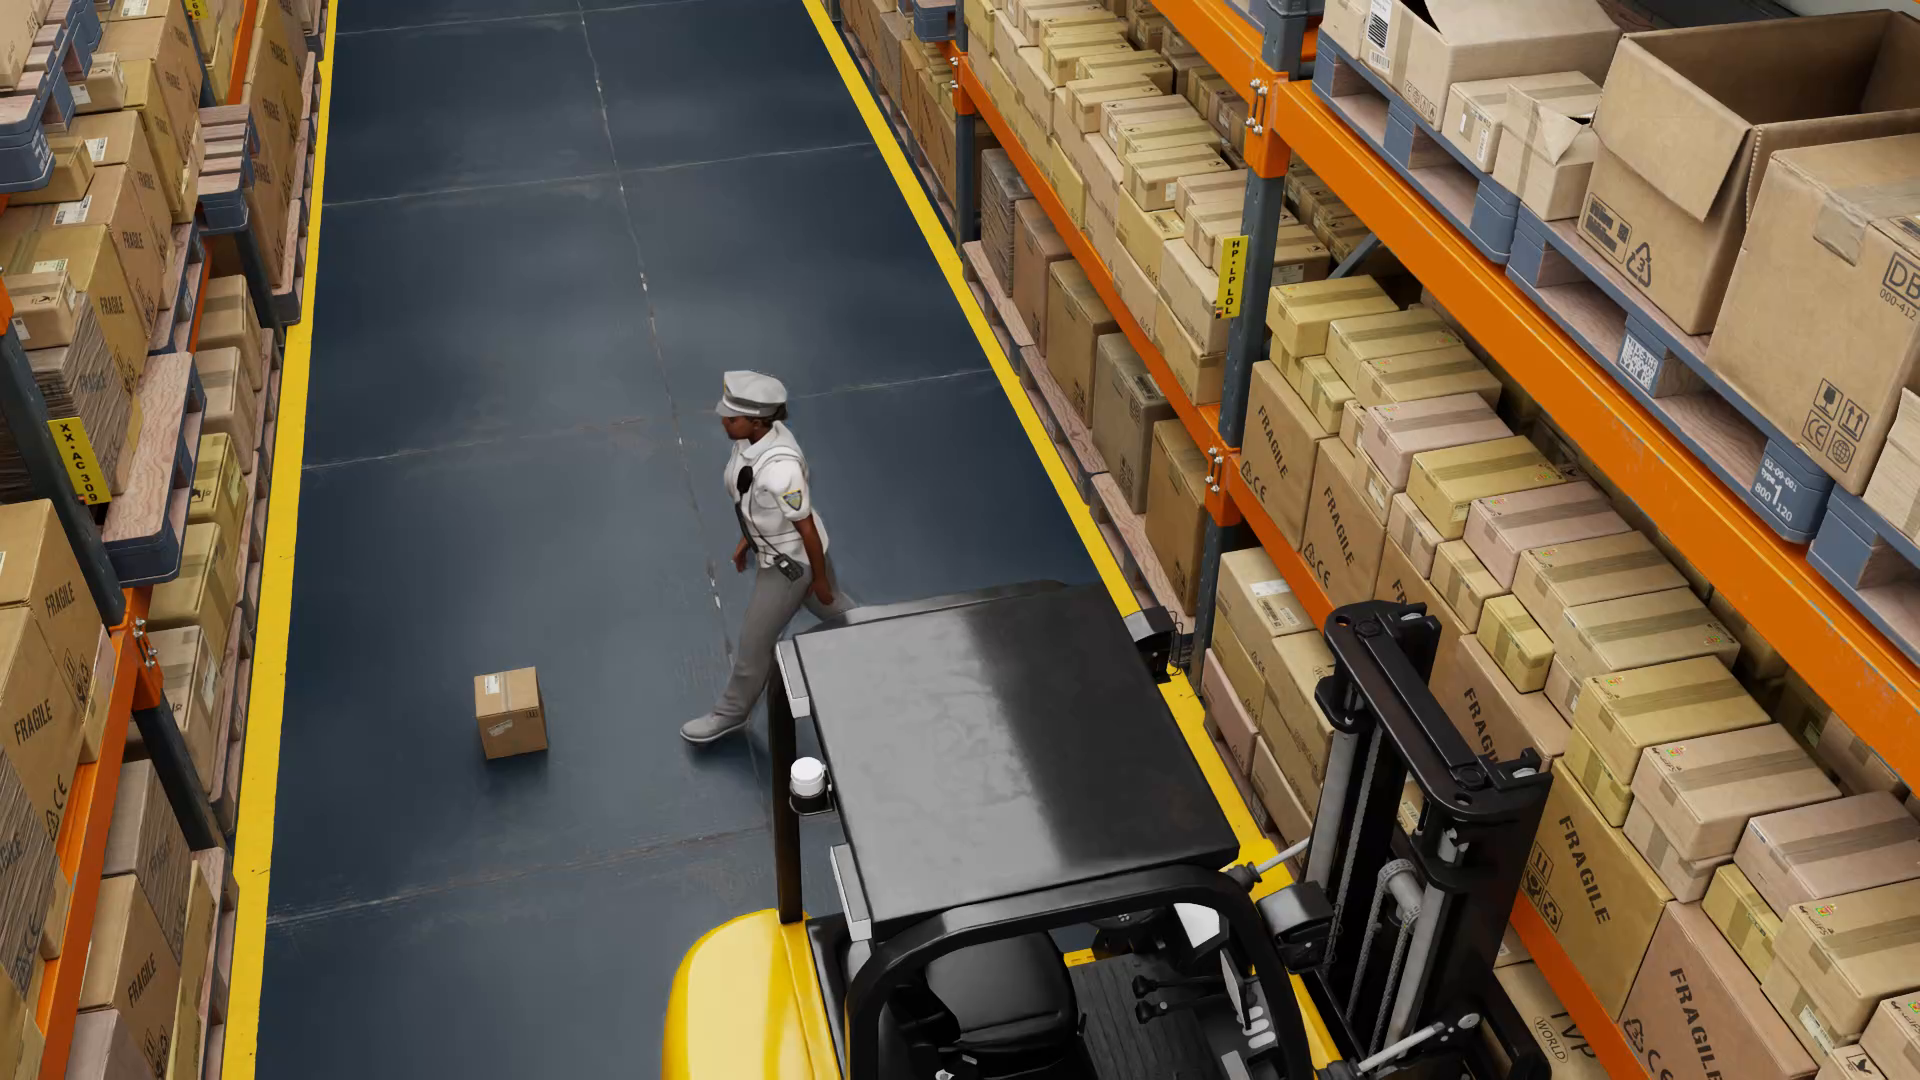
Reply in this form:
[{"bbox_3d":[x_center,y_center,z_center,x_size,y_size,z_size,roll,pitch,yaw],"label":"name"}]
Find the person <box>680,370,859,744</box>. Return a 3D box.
[{"bbox_3d":[-0.748,0.037,6.629,0.936,1.627,0.453,-9,39,-12],"label":"person"}]
